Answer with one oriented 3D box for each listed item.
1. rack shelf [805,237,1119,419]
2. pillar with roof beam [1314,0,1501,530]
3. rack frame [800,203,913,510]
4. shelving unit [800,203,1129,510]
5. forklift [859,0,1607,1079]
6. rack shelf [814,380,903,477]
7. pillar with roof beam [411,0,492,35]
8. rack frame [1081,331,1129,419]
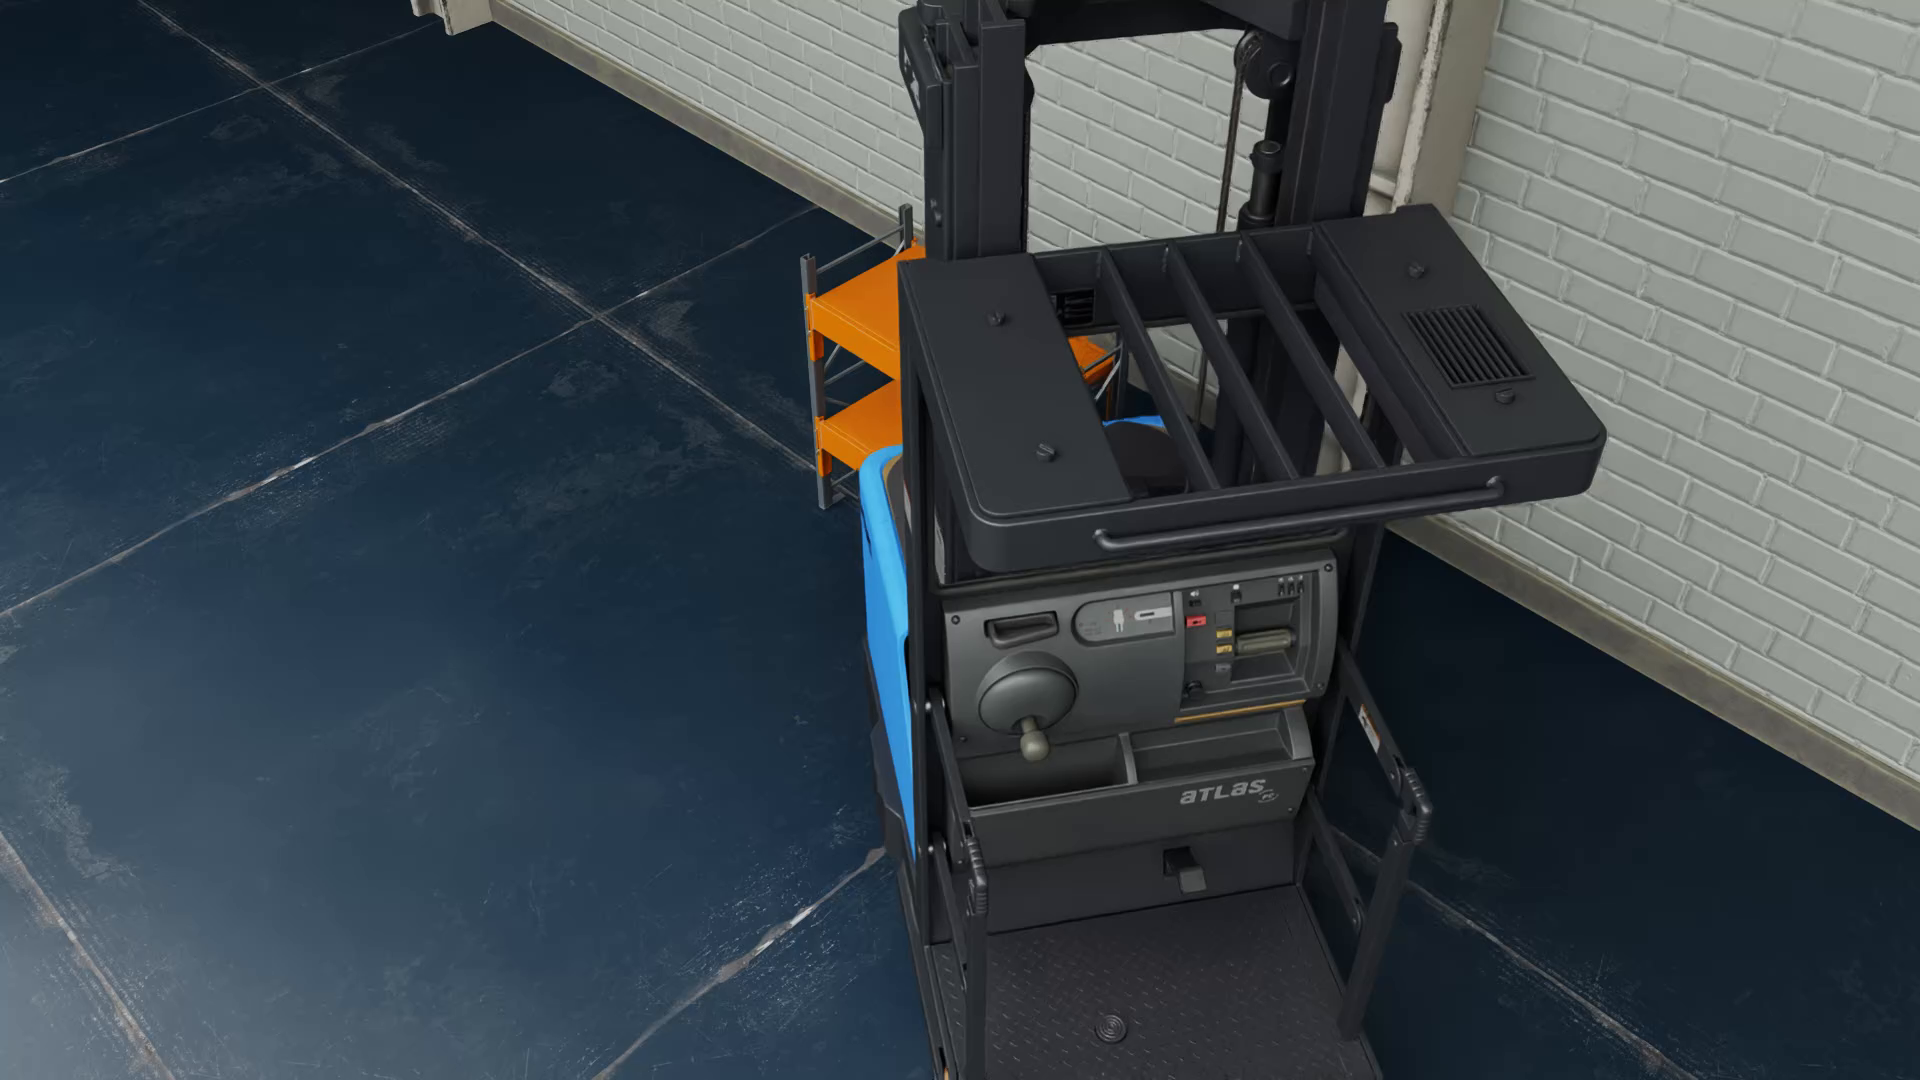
[{"bbox_3d":[0.005,-0.625,5.666,0.538,0.278,1.000,-34,53,-31],"label":"rack shelf"},{"bbox_3d":[-1.689,-1.348,1.078,9.100,9.000,0.400,-34,53,-31],"label":"pillar with roof beam"},{"bbox_3d":[-0.354,-0.654,6.129,0.500,1.125,0.032,-34,53,-31],"label":"rack frame"},{"bbox_3d":[0.005,-0.410,5.865,0.538,1.125,1.048,-34,53,-31],"label":"shelving unit"},{"bbox_3d":[0.470,0.357,3.704,1.130,2.935,3.031,-8,43,-8],"label":"forklift"},{"bbox_3d":[0.005,-0.230,6.031,0.538,0.278,1.000,-34,53,-31],"label":"rack shelf"},{"bbox_3d":[-5.926,-4.231,4.198,9.100,9.000,0.400,-34,53,-31],"label":"pillar with roof beam"},{"bbox_3d":[0.364,-0.166,5.600,0.500,1.125,0.032,-34,53,-31],"label":"rack frame"}]
